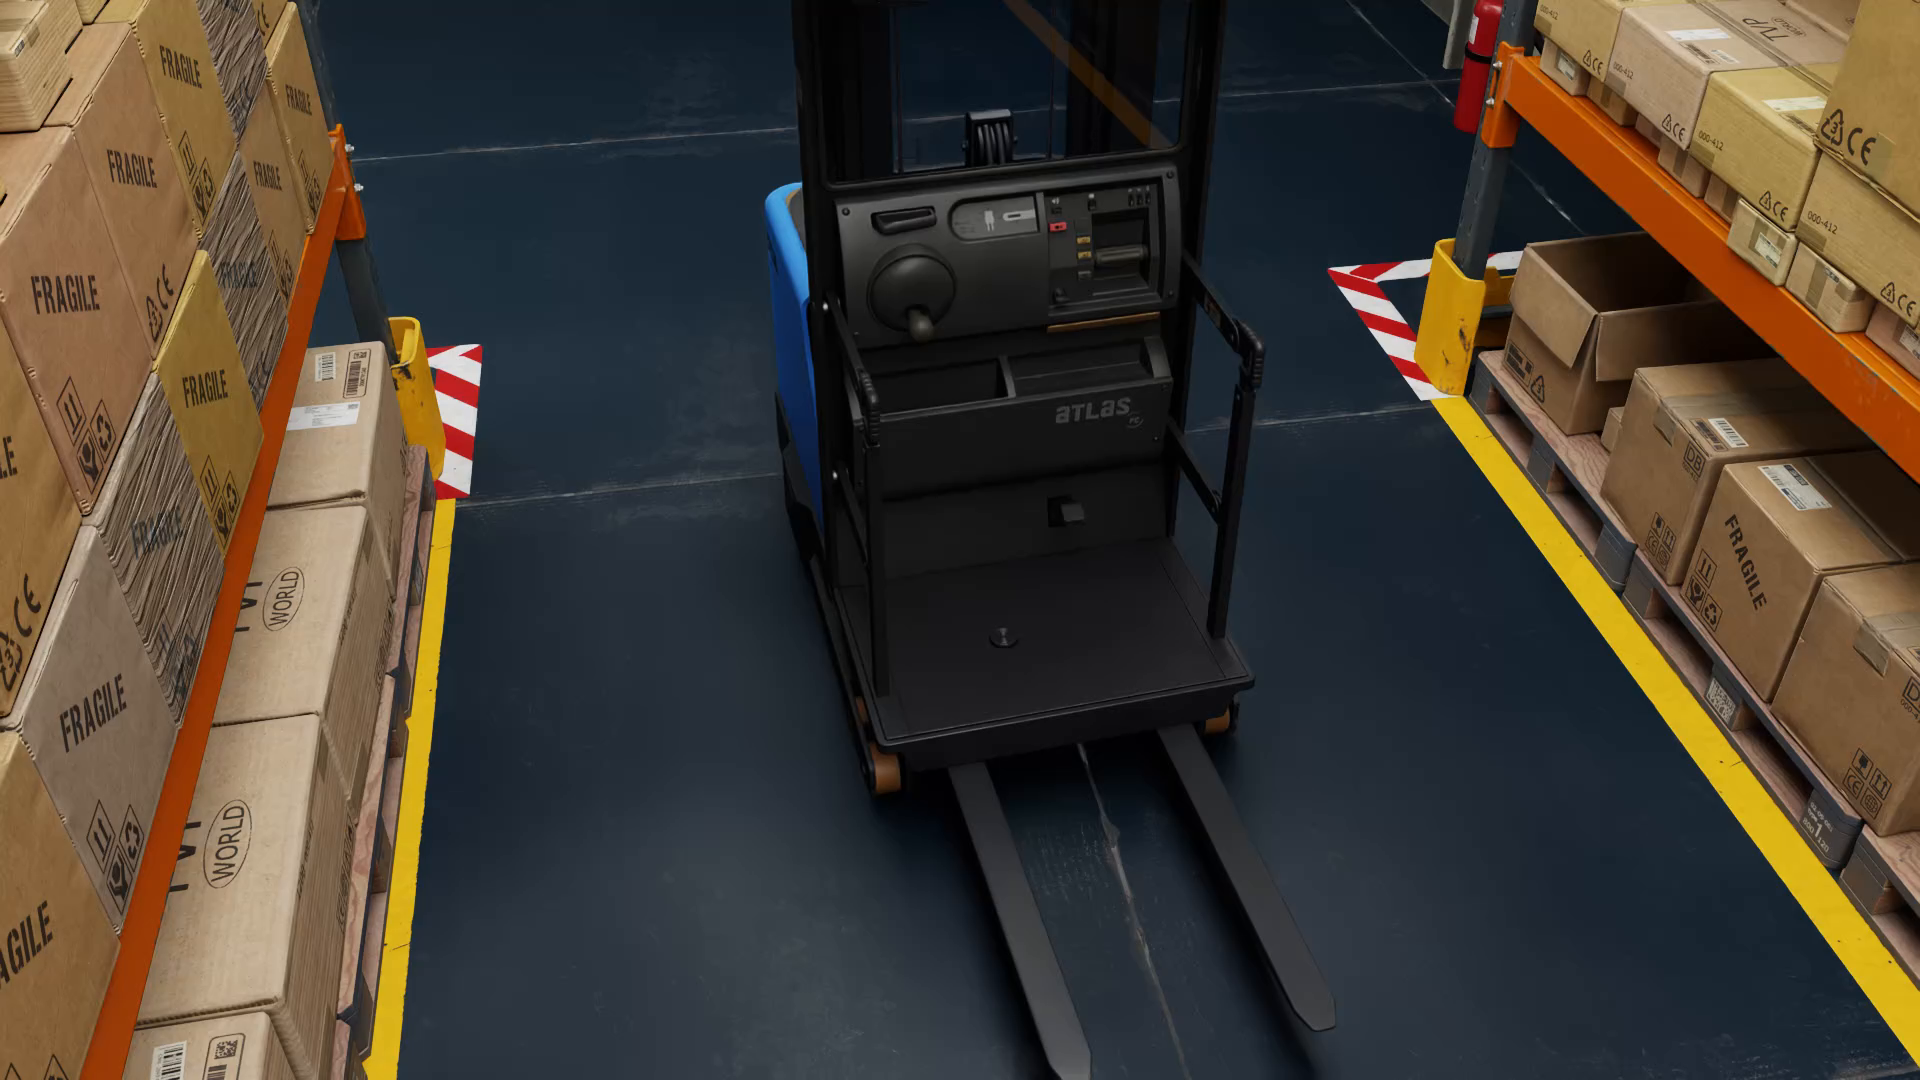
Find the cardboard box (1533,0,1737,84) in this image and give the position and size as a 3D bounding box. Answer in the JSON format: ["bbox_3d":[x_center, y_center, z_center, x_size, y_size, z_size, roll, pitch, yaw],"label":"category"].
[{"bbox_3d":[2.222,-1.707,5.382,0.500,0.250,0.500,-6,38,-8],"label":"cardboard box"}]

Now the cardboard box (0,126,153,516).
[{"bbox_3d":[-1.784,-0.364,2.877,0.500,0.500,0.500,-6,38,-7],"label":"cardboard box"}]

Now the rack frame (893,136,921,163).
[{"bbox_3d":[-0.238,-0.995,6.175,0.200,1.050,0.008,-9,39,-11],"label":"rack frame"}]

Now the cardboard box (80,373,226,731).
[{"bbox_3d":[-1.767,0.044,3.167,0.500,0.500,0.500,-6,38,-8],"label":"cardboard box"}]

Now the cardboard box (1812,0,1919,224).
[{"bbox_3d":[2.485,-1.097,3.986,0.500,0.500,0.500,-5,38,-7],"label":"cardboard box"}]

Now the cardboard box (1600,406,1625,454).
[{"bbox_3d":[2.458,-0.352,5.739,0.380,0.149,0.250,-8,38,-10],"label":"cardboard box"}]

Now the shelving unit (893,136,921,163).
[{"bbox_3d":[-0.208,-0.922,6.081,0.215,1.050,0.252,-9,39,-11],"label":"shelving unit"}]

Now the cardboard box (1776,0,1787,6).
[{"bbox_3d":[2.749,-1.761,5.452,0.500,0.250,0.500,-5,38,-7],"label":"cardboard box"}]

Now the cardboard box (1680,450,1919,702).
[{"bbox_3d":[2.527,0.099,4.872,0.500,0.500,0.500,-6,38,-7],"label":"cardboard box"}]

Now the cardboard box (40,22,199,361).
[{"bbox_3d":[-1.869,-0.669,3.270,0.500,0.500,0.500,-6,38,-8],"label":"cardboard box"}]

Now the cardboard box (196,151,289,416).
[{"bbox_3d":[-1.961,-0.578,3.968,0.500,0.500,0.500,-5,38,-7],"label":"cardboard box"}]

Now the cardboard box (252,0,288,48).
[{"bbox_3d":[-2.160,-1.585,4.448,0.500,0.500,0.500,-5,38,-6],"label":"cardboard box"}]

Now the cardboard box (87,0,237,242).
[{"bbox_3d":[-1.956,-0.973,3.661,0.500,0.500,0.500,-6,38,-8],"label":"cardboard box"}]

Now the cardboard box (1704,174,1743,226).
[{"bbox_3d":[2.402,-1.002,4.800,0.380,0.149,0.250,-6,38,-7],"label":"cardboard box"}]

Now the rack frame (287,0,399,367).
[{"bbox_3d":[-2.479,-1.416,5.128,1.000,3.000,0.127,-6,38,-8],"label":"rack frame"}]

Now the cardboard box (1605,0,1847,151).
[{"bbox_3d":[2.310,-1.403,4.990,0.500,0.250,0.500,-6,38,-7],"label":"cardboard box"}]

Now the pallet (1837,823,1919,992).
[{"bbox_3d":[2.989,1.150,4.097,1.003,0.211,1.213,-6,38,-8],"label":"pallet"}]

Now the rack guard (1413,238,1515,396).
[{"bbox_3d":[2.421,-0.919,6.525,1.175,0.500,0.348,-6,38,-8],"label":"rack guard"}]

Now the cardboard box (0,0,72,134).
[{"bbox_3d":[-1.826,-0.831,2.949,0.380,0.149,0.250,-6,38,-8],"label":"cardboard box"}]

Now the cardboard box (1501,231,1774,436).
[{"bbox_3d":[2.421,-0.752,5.966,0.797,0.503,0.637,-8,38,-10],"label":"cardboard box"}]

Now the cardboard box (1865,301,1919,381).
[{"bbox_3d":[2.551,-0.536,4.200,0.380,0.149,0.250,-6,38,-8],"label":"cardboard box"}]

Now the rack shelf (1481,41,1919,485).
[{"bbox_3d":[2.758,-0.460,4.483,1.077,0.370,4.000,-6,38,-8],"label":"rack shelf"}]

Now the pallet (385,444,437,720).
[{"bbox_3d":[-2.262,0.160,5.372,1.003,0.211,1.213,-6,38,-8],"label":"pallet"}]

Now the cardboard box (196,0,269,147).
[{"bbox_3d":[-2.039,-1.272,4.046,0.500,0.500,0.500,-6,38,-8],"label":"cardboard box"}]

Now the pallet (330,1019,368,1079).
[{"bbox_3d":[-1.834,1.634,3.475,1.003,0.211,1.213,-6,38,-8],"label":"pallet"}]

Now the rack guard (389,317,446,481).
[{"bbox_3d":[-2.483,-0.443,5.913,1.175,0.500,0.348,-6,38,-8],"label":"rack guard"}]

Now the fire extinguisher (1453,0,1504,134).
[{"bbox_3d":[1.927,-1.813,6.006,0.296,0.674,0.183,-6,38,-8],"label":"fire extinguisher"}]

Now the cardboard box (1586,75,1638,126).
[{"bbox_3d":[2.285,-1.476,5.410,0.380,0.149,0.250,-5,38,-7],"label":"cardboard box"}]

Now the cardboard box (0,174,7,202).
[{"bbox_3d":[-1.726,-0.532,2.565,0.380,0.149,0.250,-7,38,-9],"label":"cardboard box"}]

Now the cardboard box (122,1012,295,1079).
[{"bbox_3d":[-1.782,1.455,3.178,0.875,0.438,0.875,-7,38,-9],"label":"cardboard box"}]

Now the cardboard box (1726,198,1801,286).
[{"bbox_3d":[2.372,-0.841,4.593,0.380,0.149,0.250,-7,38,-9],"label":"cardboard box"}]

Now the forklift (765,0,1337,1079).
[{"bbox_3d":[0.194,-0.687,4.245,1.130,2.935,3.031,-9,39,-11],"label":"forklift"}]

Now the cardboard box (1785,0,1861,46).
[{"bbox_3d":[2.839,-1.449,5.050,0.500,0.250,0.500,-6,38,-8],"label":"cardboard box"}]

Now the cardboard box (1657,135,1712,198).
[{"bbox_3d":[2.349,-1.162,5.005,0.380,0.149,0.250,-5,38,-7],"label":"cardboard box"}]

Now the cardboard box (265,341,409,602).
[{"bbox_3d":[-2.265,-0.182,5.285,0.875,0.438,0.875,-7,38,-9],"label":"cardboard box"}]

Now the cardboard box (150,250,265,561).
[{"bbox_3d":[-1.857,-0.268,3.568,0.500,0.500,0.500,-5,38,-7],"label":"cardboard box"}]

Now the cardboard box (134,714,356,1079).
[{"bbox_3d":[-1.939,0.915,3.874,0.875,0.438,0.875,-7,38,-9],"label":"cardboard box"}]

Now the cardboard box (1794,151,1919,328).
[{"bbox_3d":[2.513,-0.790,4.202,0.500,0.250,0.500,-7,38,-9],"label":"cardboard box"}]

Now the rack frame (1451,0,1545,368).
[{"bbox_3d":[2.407,-1.952,5.818,1.000,3.000,0.127,-6,38,-8],"label":"rack frame"}]

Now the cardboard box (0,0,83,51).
[{"bbox_3d":[-1.913,-0.986,3.149,0.380,0.149,0.250,-5,38,-6],"label":"cardboard box"}]

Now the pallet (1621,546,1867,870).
[{"bbox_3d":[2.772,0.412,5.048,1.003,0.211,1.213,-6,38,-8],"label":"pallet"}]

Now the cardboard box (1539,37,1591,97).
[{"bbox_3d":[2.195,-1.625,5.601,0.380,0.149,0.250,-7,38,-8],"label":"cardboard box"}]

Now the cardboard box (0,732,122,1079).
[{"bbox_3d":[-1.602,0.649,2.388,0.500,0.500,0.500,-5,38,-6],"label":"cardboard box"}]

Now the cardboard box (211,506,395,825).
[{"bbox_3d":[-2.096,0.370,4.575,0.875,0.438,0.875,-5,38,-7],"label":"cardboard box"}]

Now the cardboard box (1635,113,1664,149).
[{"bbox_3d":[2.365,-1.321,5.210,0.380,0.149,0.250,-7,38,-9],"label":"cardboard box"}]

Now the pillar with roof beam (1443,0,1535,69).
[{"bbox_3d":[-1.416,-5.584,5.602,9.100,9.000,0.400,-6,38,-8],"label":"pillar with roof beam"}]

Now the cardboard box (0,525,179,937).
[{"bbox_3d":[-1.686,0.345,2.780,0.500,0.500,0.500,-6,38,-8],"label":"cardboard box"}]

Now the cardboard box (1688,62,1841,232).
[{"bbox_3d":[2.402,-1.097,4.597,0.500,0.250,0.500,-7,38,-9],"label":"cardboard box"}]

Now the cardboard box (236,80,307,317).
[{"bbox_3d":[-2.060,-0.888,4.366,0.500,0.500,0.500,-7,38,-9],"label":"cardboard box"}]

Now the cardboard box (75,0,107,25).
[{"bbox_3d":[-1.941,-1.146,3.355,0.380,0.149,0.250,-5,38,-7],"label":"cardboard box"}]

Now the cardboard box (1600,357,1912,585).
[{"bbox_3d":[2.533,-0.231,5.297,0.700,0.500,0.500,-5,38,-6],"label":"cardboard box"}]

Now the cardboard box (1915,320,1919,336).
[{"bbox_3d":[2.602,-0.479,3.802,0.500,0.250,0.500,-6,38,-8],"label":"cardboard box"}]

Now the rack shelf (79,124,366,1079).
[{"bbox_3d":[-2.128,0.076,3.793,1.077,0.370,4.000,-6,38,-8],"label":"rack shelf"}]

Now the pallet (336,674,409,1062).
[{"bbox_3d":[-2.051,0.895,4.426,1.003,0.211,1.213,-6,38,-8],"label":"pallet"}]

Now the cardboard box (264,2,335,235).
[{"bbox_3d":[-2.134,-1.193,4.759,0.500,0.500,0.500,-6,38,-8],"label":"cardboard box"}]

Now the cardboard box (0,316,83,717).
[{"bbox_3d":[-1.705,-0.054,2.478,0.500,0.500,0.500,-7,38,-9],"label":"cardboard box"}]

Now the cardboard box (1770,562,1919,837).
[{"bbox_3d":[2.715,0.396,4.490,0.700,0.500,0.500,-8,38,-10],"label":"cardboard box"}]

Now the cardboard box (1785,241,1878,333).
[{"bbox_3d":[2.438,-0.684,4.391,0.380,0.149,0.250,-5,38,-7],"label":"cardboard box"}]

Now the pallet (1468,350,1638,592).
[{"bbox_3d":[2.561,-0.323,5.994,1.003,0.211,1.213,-6,38,-8],"label":"pallet"}]
